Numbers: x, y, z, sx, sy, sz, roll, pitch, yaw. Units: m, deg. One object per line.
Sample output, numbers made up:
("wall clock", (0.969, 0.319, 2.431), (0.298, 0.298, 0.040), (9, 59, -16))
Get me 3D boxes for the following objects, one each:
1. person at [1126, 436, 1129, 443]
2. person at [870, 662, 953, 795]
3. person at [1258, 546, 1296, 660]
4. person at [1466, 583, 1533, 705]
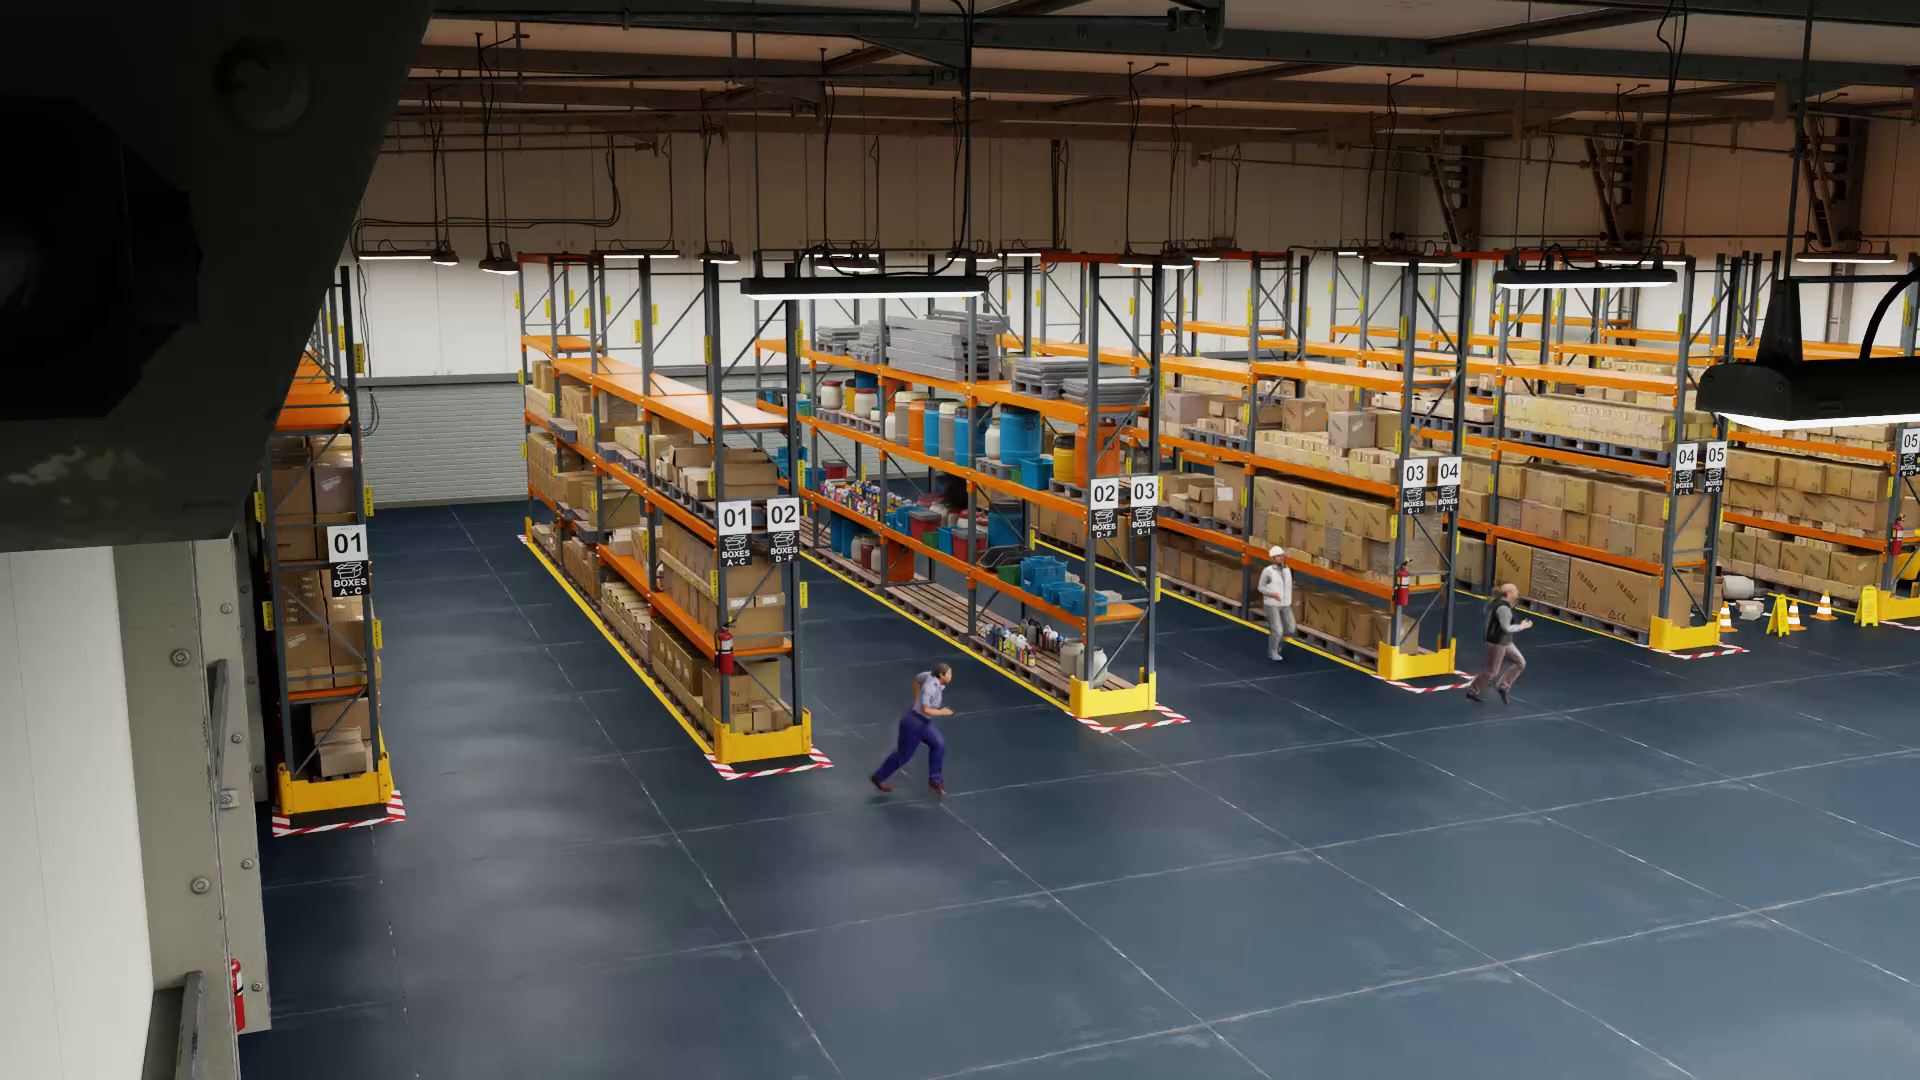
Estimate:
("person", (4.272, -1.979, 41.433), (0.818, 1.667, 0.629), (-4, 11, -22))
("person", (-0.552, 2.170, 19.012), (0.956, 1.611, 0.646), (0, 10, 2))
("person", (4.798, 0.958, 24.996), (0.654, 1.723, 0.597), (-4, 11, -23))
("person", (7.321, 1.414, 22.547), (0.807, 1.712, 0.682), (3, 11, 18))
